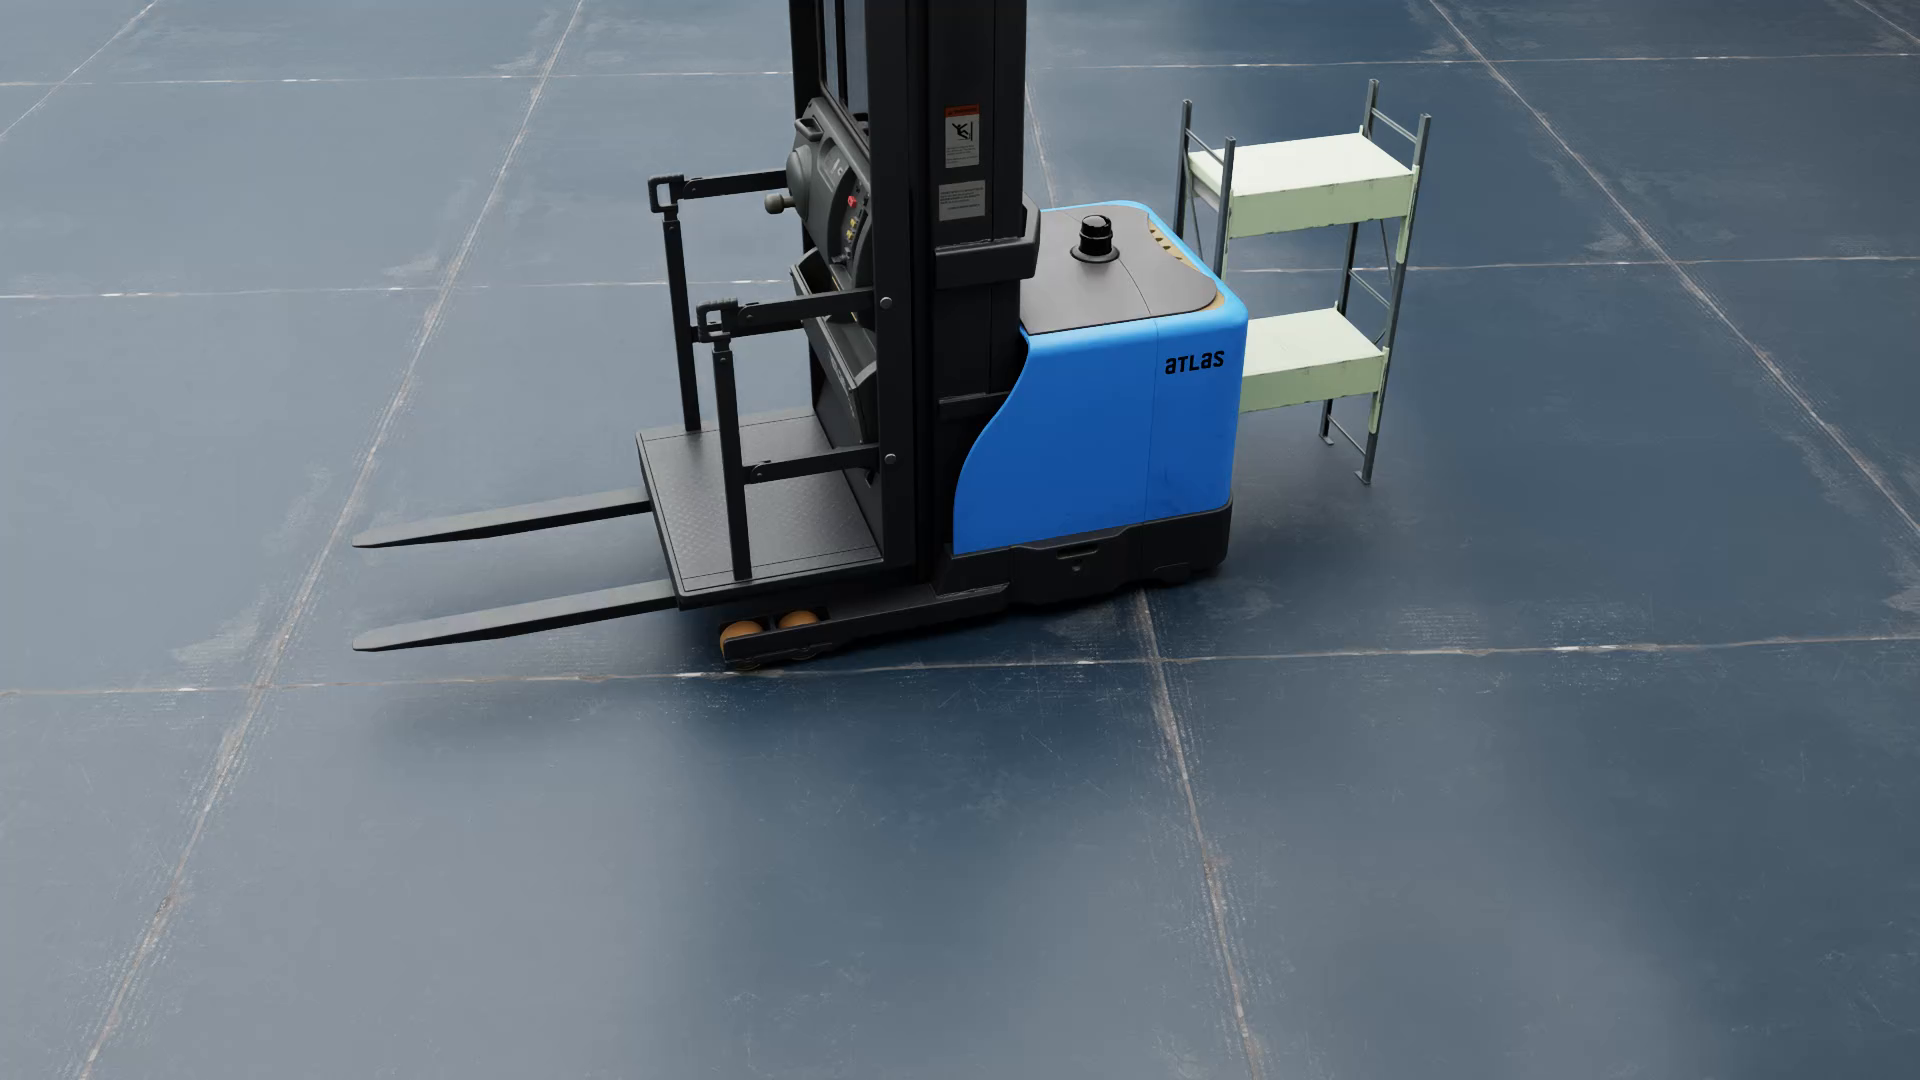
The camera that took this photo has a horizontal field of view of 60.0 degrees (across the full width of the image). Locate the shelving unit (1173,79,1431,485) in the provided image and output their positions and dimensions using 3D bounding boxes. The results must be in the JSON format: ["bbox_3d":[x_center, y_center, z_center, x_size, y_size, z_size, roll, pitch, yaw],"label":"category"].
[{"bbox_3d":[1.202,-0.885,6.211,0.755,1.500,0.431,-10,36,-14],"label":"shelving unit"}]

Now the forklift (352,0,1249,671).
[{"bbox_3d":[-0.602,-1.101,5.266,3.031,2.935,1.130,-10,36,-14],"label":"forklift"}]

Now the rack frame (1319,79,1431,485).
[{"bbox_3d":[1.552,-0.945,6.298,0.023,1.500,0.400,-10,36,-14],"label":"rack frame"}]

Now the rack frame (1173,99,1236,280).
[{"bbox_3d":[0.852,-0.824,6.123,0.023,1.500,0.400,-10,36,-14],"label":"rack frame"}]

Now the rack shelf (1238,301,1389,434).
[{"bbox_3d":[1.202,-0.617,6.396,0.720,0.370,0.431,-10,36,-14],"label":"rack shelf"}]

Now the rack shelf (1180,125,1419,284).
[{"bbox_3d":[1.202,-1.206,5.988,0.720,0.370,0.431,-10,36,-14],"label":"rack shelf"}]
